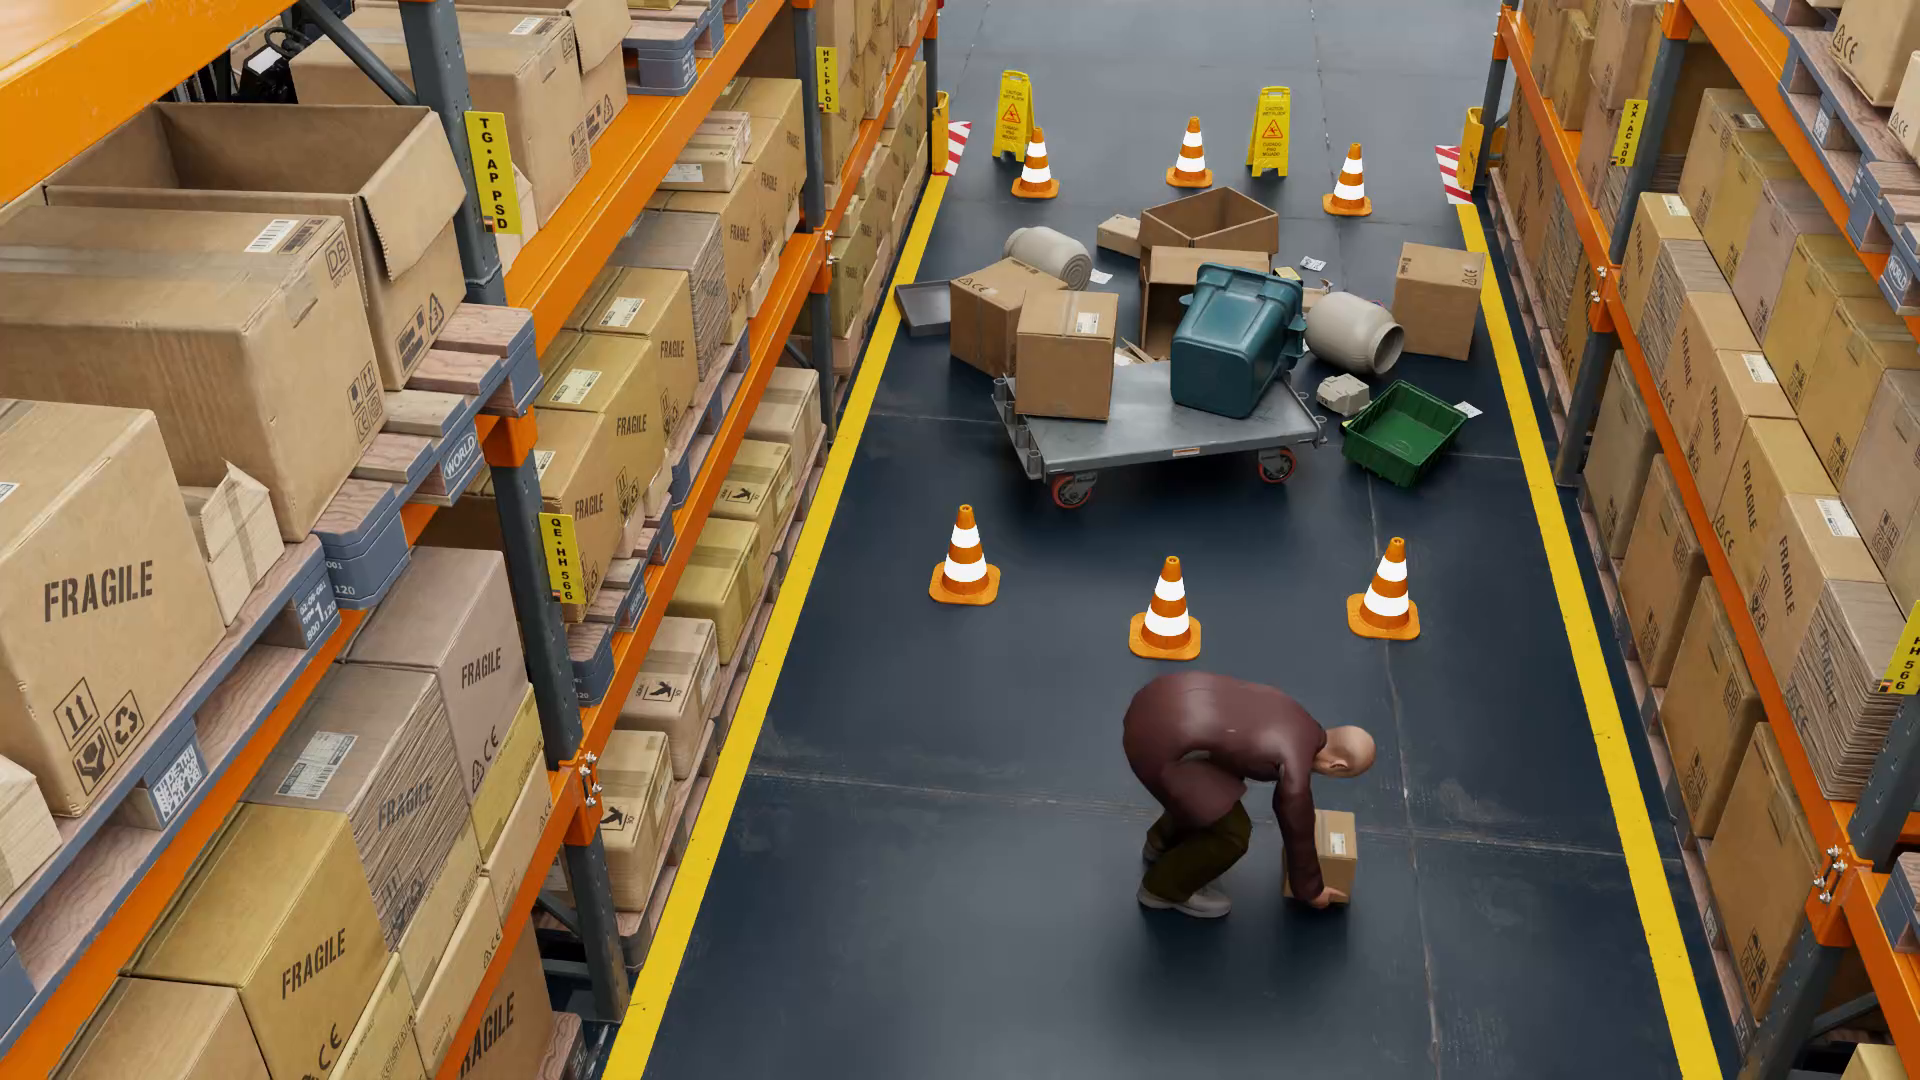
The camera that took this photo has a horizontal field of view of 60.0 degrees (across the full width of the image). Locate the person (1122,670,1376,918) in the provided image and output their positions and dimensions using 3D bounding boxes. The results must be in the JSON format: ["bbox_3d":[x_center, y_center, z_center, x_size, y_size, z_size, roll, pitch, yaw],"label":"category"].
[{"bbox_3d":[1.078,0.960,6.360,0.943,1.024,0.588,3,36,4],"label":"person"}]
